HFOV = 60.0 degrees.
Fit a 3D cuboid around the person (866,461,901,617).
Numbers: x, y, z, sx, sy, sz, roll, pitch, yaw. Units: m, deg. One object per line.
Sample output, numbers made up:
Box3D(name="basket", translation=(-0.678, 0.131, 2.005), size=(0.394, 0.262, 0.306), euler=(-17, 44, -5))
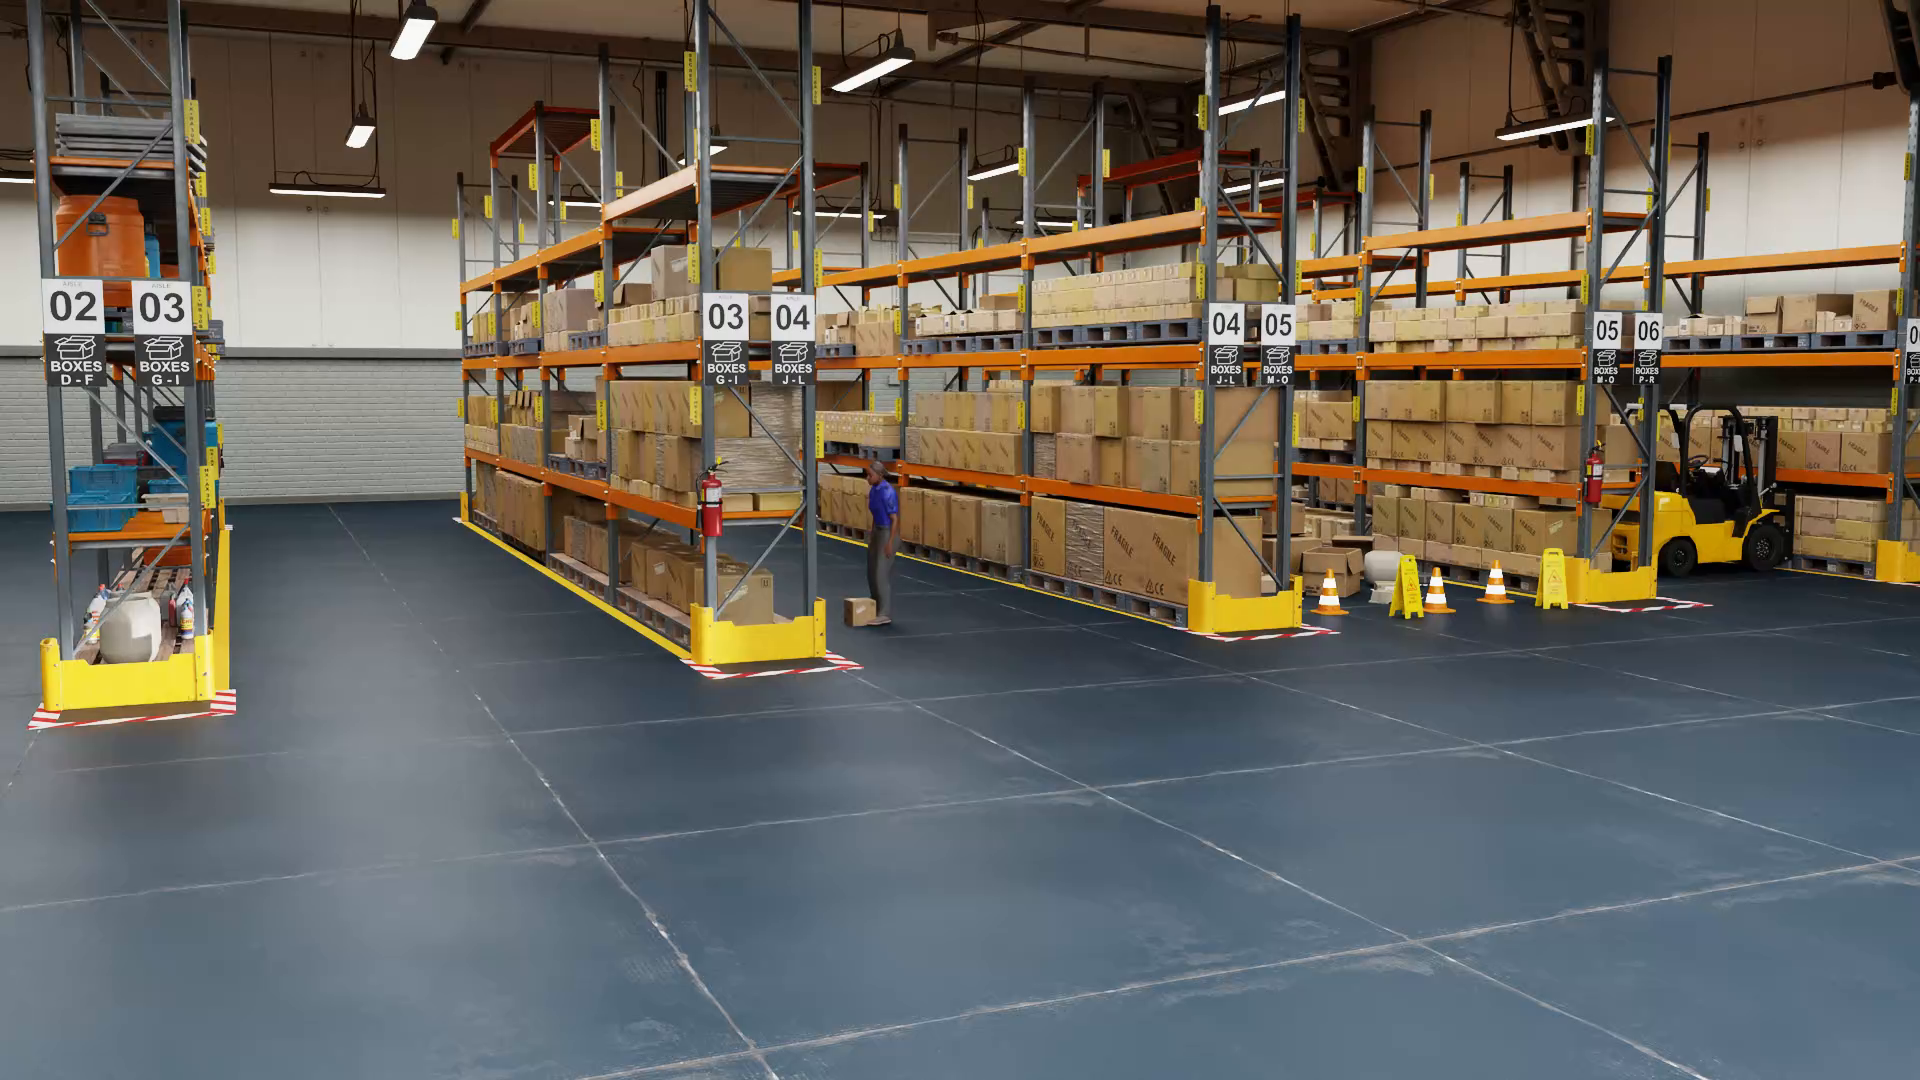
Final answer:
Box3D(name="person", translation=(-0.794, -0.014, 16.828), size=(0.348, 1.584, 0.494), euler=(-3, 6, -27))
